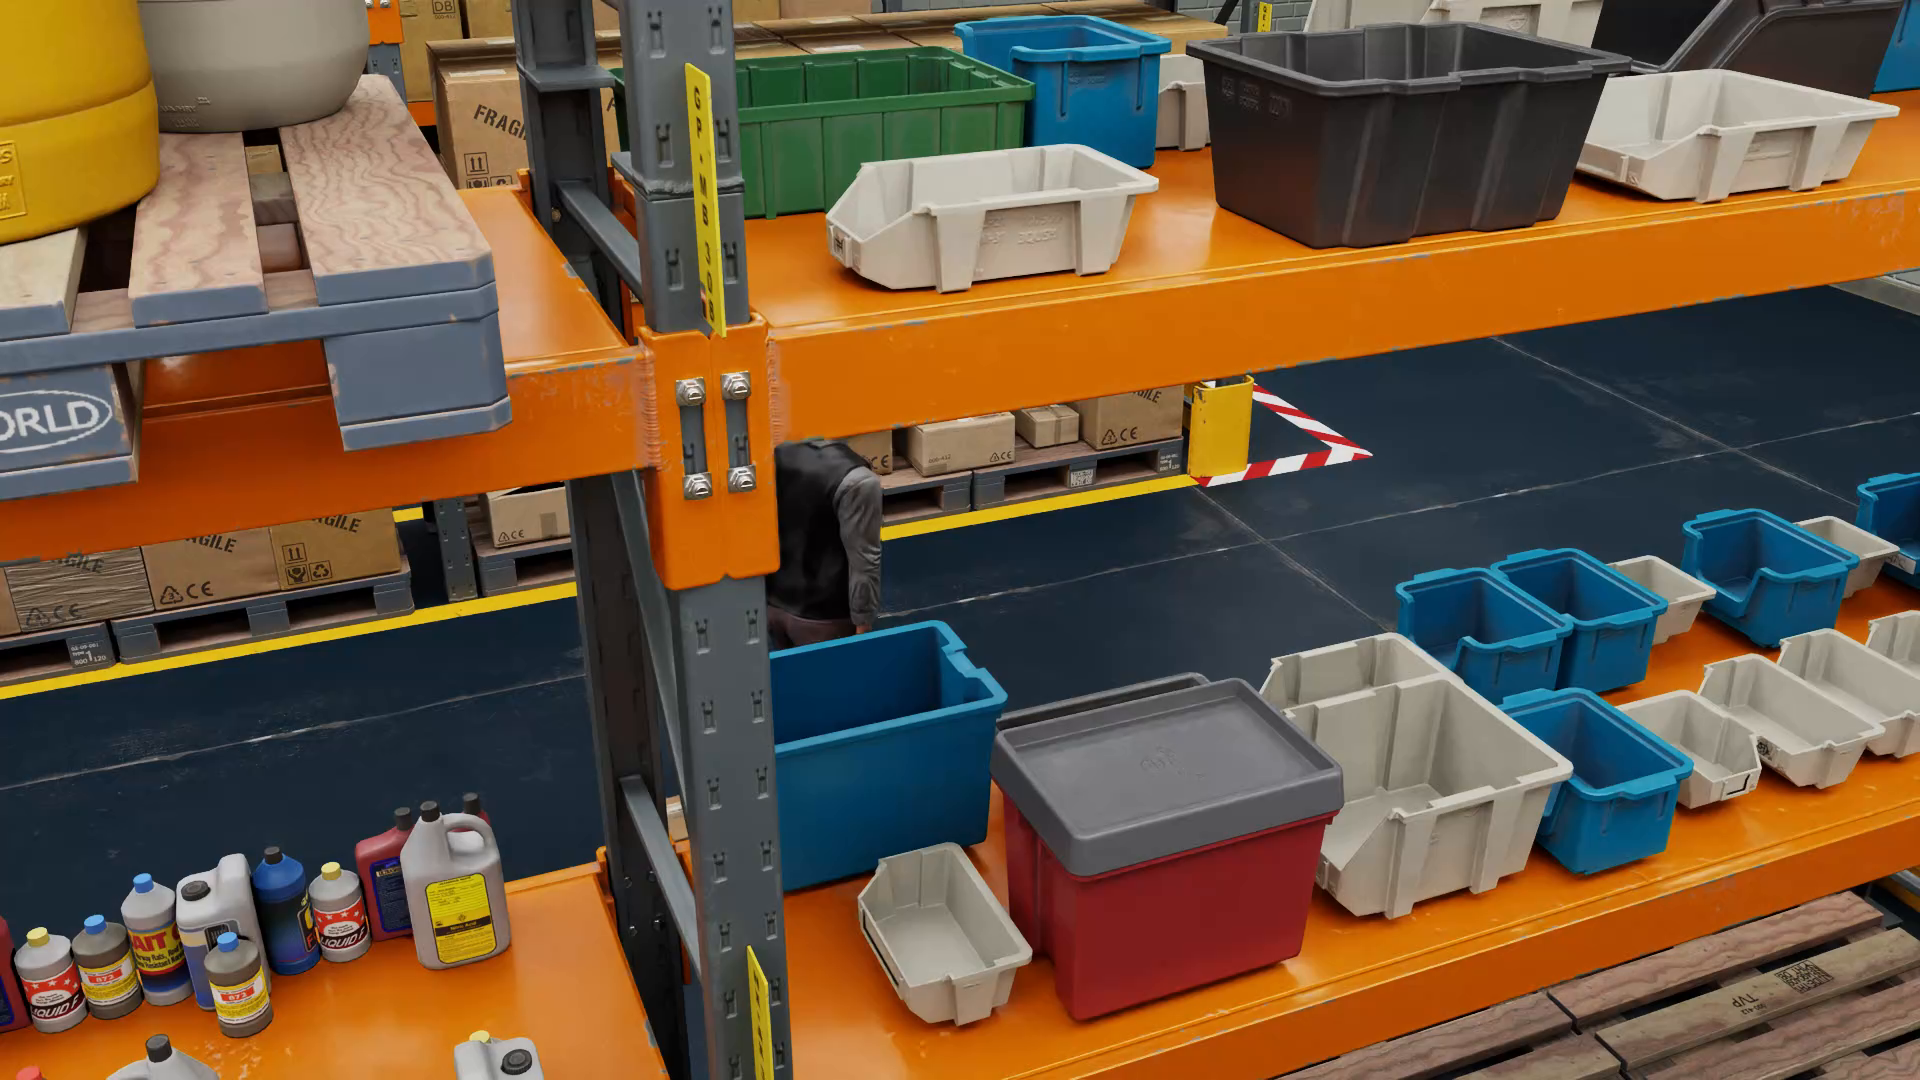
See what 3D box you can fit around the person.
[{"bbox_3d":[-0.519,0.238,5.624,0.578,1.713,0.477,19,32,34],"label":"person"}]
